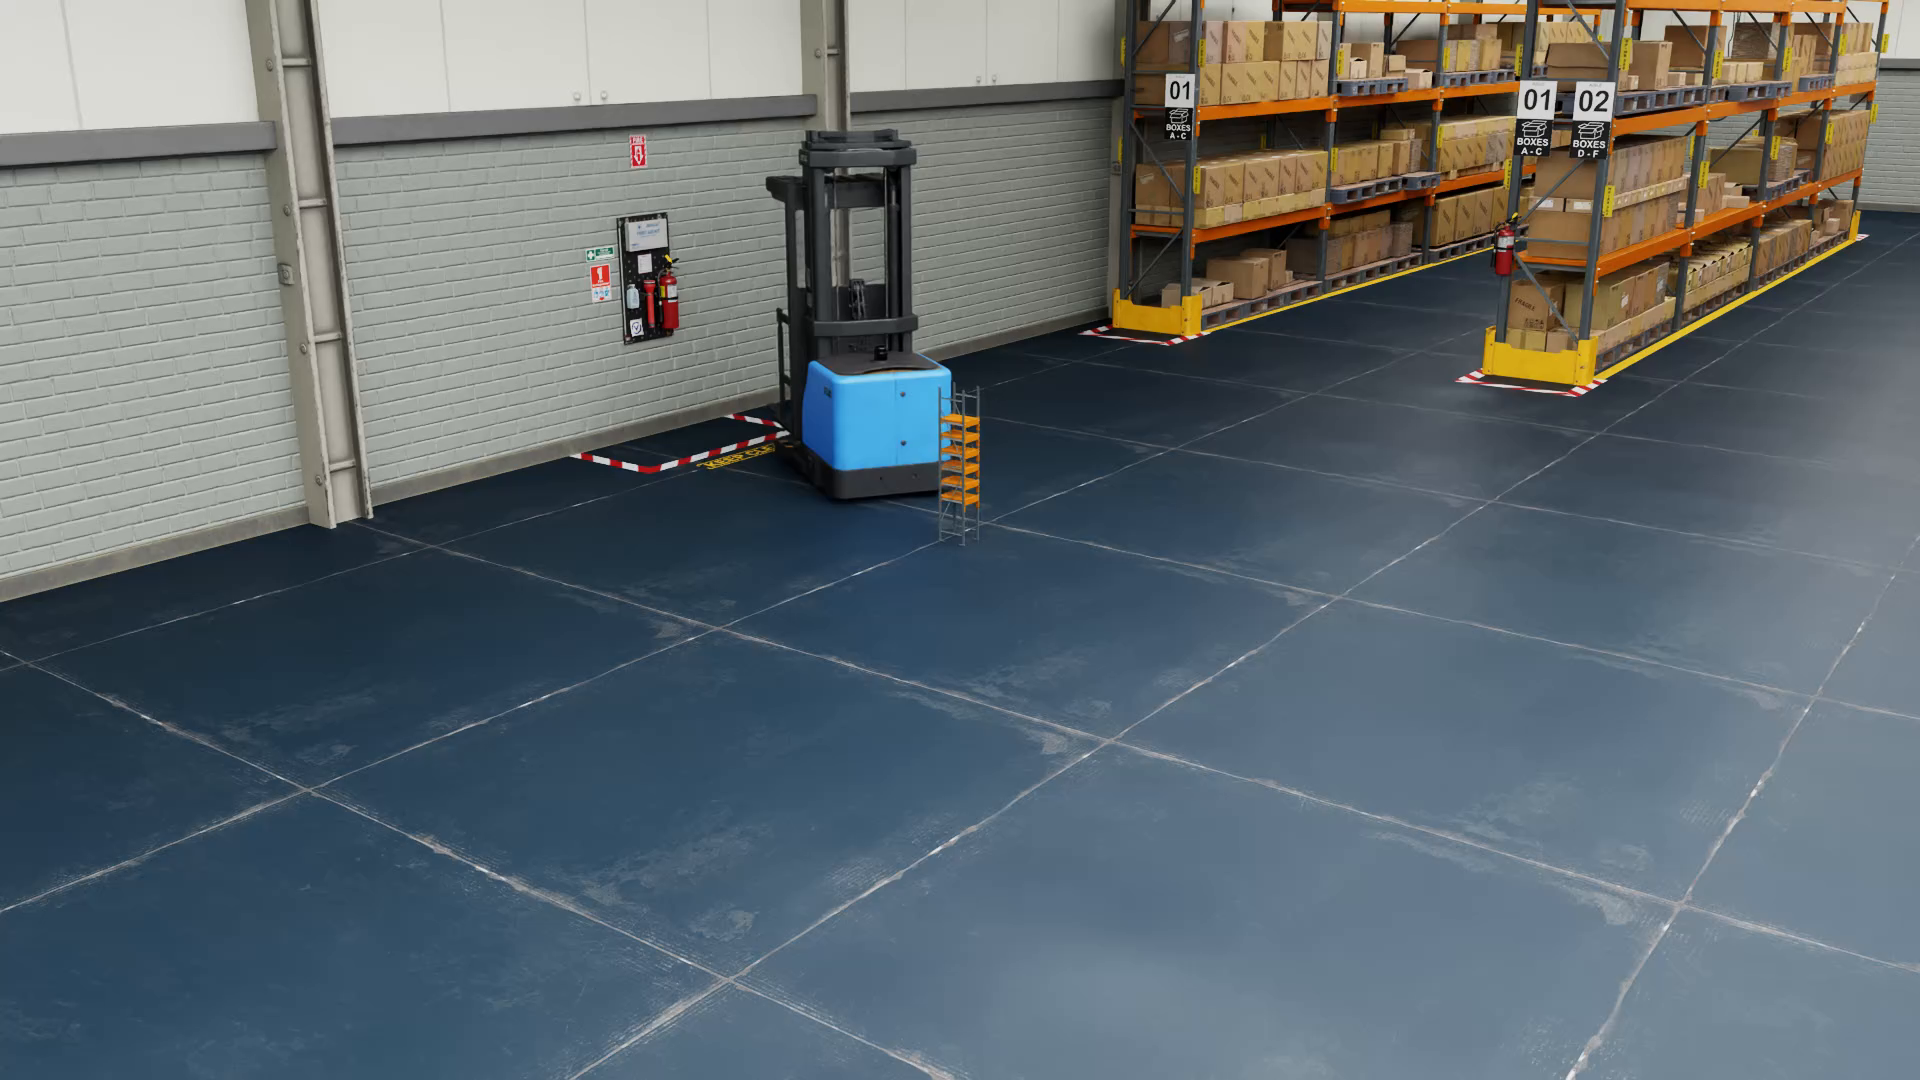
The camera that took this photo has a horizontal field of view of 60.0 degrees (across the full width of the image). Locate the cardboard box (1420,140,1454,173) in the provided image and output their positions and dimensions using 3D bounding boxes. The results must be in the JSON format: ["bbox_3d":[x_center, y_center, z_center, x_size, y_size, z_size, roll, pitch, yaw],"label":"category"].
[{"bbox_3d":[7.751,-6.309,27.298,0.500,0.500,0.500,13,22,36],"label":"cardboard box"}]

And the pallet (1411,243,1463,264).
[{"bbox_3d":[7.786,-4.882,28.109,1.003,0.211,1.213,12,21,35],"label":"pallet"}]

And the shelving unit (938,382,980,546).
[{"bbox_3d":[-0.009,-0.570,12.555,0.258,1.200,0.189,12,21,35],"label":"shelving unit"}]

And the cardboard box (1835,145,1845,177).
[{"bbox_3d":[14.744,-6.480,28.383,0.500,0.500,0.500,12,21,34],"label":"cardboard box"}]

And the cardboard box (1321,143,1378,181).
[{"bbox_3d":[5.909,-5.754,25.304,0.700,0.500,0.500,16,24,42],"label":"cardboard box"}]

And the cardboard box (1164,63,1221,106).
[{"bbox_3d":[2.889,-5.659,20.649,0.500,0.500,0.500,13,22,36],"label":"cardboard box"}]

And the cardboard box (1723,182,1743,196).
[{"bbox_3d":[10.984,-5.043,24.077,0.500,0.311,0.500,14,22,38],"label":"cardboard box"}]

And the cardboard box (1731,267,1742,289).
[{"bbox_3d":[10.814,-3.760,23.723,0.500,0.250,0.500,12,21,34],"label":"cardboard box"}]

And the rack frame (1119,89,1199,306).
[{"bbox_3d":[2.489,-4.134,20.998,1.000,3.000,0.127,12,21,35],"label":"rack frame"}]

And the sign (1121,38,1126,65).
[{"bbox_3d":[2.055,-6.092,20.753,0.100,0.325,0.005,12,21,35],"label":"sign"}]

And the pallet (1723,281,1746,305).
[{"bbox_3d":[10.714,-3.644,24.122,1.003,0.211,1.213,12,21,35],"label":"pallet"}]

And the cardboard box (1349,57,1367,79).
[{"bbox_3d":[5.629,-6.940,24.418,0.500,0.311,0.500,13,22,36],"label":"cardboard box"}]

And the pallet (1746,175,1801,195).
[{"bbox_3d":[12.391,-5.537,25.840,1.003,0.211,1.213,12,21,35],"label":"pallet"}]

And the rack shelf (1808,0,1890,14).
[{"bbox_3d":[14.811,-9.114,28.137,1.077,0.370,4.000,12,21,35],"label":"rack shelf"}]

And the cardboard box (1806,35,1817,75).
[{"bbox_3d":[13.260,-7.739,26.504,0.600,0.600,0.600,10,20,30],"label":"cardboard box"}]

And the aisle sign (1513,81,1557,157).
[{"bbox_3d":[6.194,-4.537,17.913,0.394,0.787,0.004,12,21,35],"label":"aisle sign"}]

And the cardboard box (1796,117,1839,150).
[{"bbox_3d":[14.126,-6.705,27.424,0.500,0.500,0.500,13,22,36],"label":"cardboard box"}]

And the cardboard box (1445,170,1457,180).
[{"bbox_3d":[8.021,-6.073,27.632,0.380,0.149,0.250,13,22,36],"label":"cardboard box"}]

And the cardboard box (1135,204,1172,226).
[{"bbox_3d":[2.612,-4.217,21.486,0.500,0.250,0.500,13,21,35],"label":"cardboard box"}]

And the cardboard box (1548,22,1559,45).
[{"bbox_3d":[10.590,-9.203,30.375,0.500,0.500,0.500,12,21,34],"label":"cardboard box"}]

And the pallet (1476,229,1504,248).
[{"bbox_3d":[9.240,-5.463,29.980,1.003,0.211,1.213,12,21,35],"label":"pallet"}]

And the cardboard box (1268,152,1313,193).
[{"bbox_3d":[4.546,-5.095,23.049,0.500,0.500,0.500,12,21,34],"label":"cardboard box"}]

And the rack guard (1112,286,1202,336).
[{"bbox_3d":[2.534,-2.958,21.427,1.175,0.500,0.348,12,21,35],"label":"rack guard"}]

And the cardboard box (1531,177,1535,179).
[{"bbox_3d":[11.599,-7.142,33.097,0.380,0.149,0.250,13,21,35],"label":"cardboard box"}]

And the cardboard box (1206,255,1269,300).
[{"bbox_3d":[3.790,-3.601,22.754,0.700,0.500,0.500,11,20,31],"label":"cardboard box"}]

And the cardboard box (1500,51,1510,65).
[{"bbox_3d":[9.858,-8.806,30.360,0.500,0.250,0.500,13,21,35],"label":"cardboard box"}]

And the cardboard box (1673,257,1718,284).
[{"bbox_3d":[9.909,-3.664,22.466,0.500,0.311,0.500,12,21,33],"label":"cardboard box"}]

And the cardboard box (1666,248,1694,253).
[{"bbox_3d":[10.076,-3.999,23.548,0.500,0.311,0.500,12,21,33],"label":"cardboard box"}]

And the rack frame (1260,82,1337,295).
[{"bbox_3d":[4.872,-5.087,24.066,1.000,3.000,0.127,12,21,35],"label":"rack frame"}]

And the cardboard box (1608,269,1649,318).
[{"bbox_3d":[7.864,-2.950,19.850,0.500,0.500,0.500,12,21,35],"label":"cardboard box"}]

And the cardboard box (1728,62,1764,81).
[{"bbox_3d":[11.011,-6.608,23.453,0.500,0.250,0.500,11,20,31],"label":"cardboard box"}]

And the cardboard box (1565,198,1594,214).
[{"bbox_3d":[6.876,-3.672,18.249,0.380,0.149,0.250,12,21,34],"label":"cardboard box"}]

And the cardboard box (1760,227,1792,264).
[{"bbox_3d":[12.654,-4.609,25.999,0.500,0.500,0.500,12,21,33],"label":"cardboard box"}]

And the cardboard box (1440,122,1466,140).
[{"bbox_3d":[8.053,-6.787,27.574,0.500,0.250,0.500,12,21,34],"label":"cardboard box"}]

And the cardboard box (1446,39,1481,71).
[{"bbox_3d":[8.397,-8.240,28.253,0.700,0.500,0.500,12,21,35],"label":"cardboard box"}]

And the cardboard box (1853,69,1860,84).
[{"bbox_3d":[15.003,-7.907,28.344,0.500,0.250,0.500,12,21,35],"label":"cardboard box"}]

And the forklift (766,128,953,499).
[{"bbox_3d":[-1.045,-2.132,14.667,1.130,2.935,3.031,-6,18,-20],"label":"forklift"}]

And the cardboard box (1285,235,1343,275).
[{"bbox_3d":[5.297,-4.281,24.945,0.700,0.500,0.500,13,22,37],"label":"cardboard box"}]

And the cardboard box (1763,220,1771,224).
[{"bbox_3d":[12.827,-4.933,27.043,0.500,0.500,0.500,13,21,35],"label":"cardboard box"}]

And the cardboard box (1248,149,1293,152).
[{"bbox_3d":[4.424,-5.308,23.732,0.500,0.500,0.500,12,21,33],"label":"cardboard box"}]

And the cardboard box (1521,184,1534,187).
[{"bbox_3d":[10.828,-6.642,31.488,0.380,0.149,0.250,12,21,33],"label":"cardboard box"}]

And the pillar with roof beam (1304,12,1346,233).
[{"bbox_3d":[9.244,-7.987,23.289,9.100,9.000,0.400,12,21,35],"label":"pillar with roof beam"}]

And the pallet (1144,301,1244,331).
[{"bbox_3d":[3.047,-3.007,22.072,1.003,0.211,1.213,12,21,35],"label":"pallet"}]

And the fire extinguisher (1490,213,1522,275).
[{"bbox_3d":[6.026,-3.276,18.367,0.296,0.674,0.183,12,21,35],"label":"fire extinguisher"}]

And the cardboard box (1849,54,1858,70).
[{"bbox_3d":[14.713,-8.025,27.882,0.500,0.250,0.500,12,21,35],"label":"cardboard box"}]

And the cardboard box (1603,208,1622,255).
[{"bbox_3d":[7.067,-3.542,18.923,0.700,0.500,0.500,13,22,36],"label":"cardboard box"}]

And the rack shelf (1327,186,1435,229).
[{"bbox_3d":[6.064,-5.219,25.706,1.077,0.370,4.000,12,21,35],"label":"rack shelf"}]

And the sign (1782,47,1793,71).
[{"bbox_3d":[11.677,-6.782,23.462,0.100,0.325,0.005,12,21,35],"label":"sign"}]

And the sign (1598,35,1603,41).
[{"bbox_3d":[12.450,-9.663,32.385,0.100,0.325,0.005,12,21,35],"label":"sign"}]

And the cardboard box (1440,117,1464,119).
[{"bbox_3d":[8.555,-7.240,29.031,0.500,0.250,0.500,12,21,33],"label":"cardboard box"}]

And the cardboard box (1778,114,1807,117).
[{"bbox_3d":[14.016,-6.931,28.152,0.500,0.500,0.500,12,21,34],"label":"cardboard box"}]

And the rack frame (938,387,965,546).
[{"bbox_3d":[-0.063,-0.548,12.485,0.240,1.200,0.006,12,21,35],"label":"rack frame"}]

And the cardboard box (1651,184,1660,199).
[{"bbox_3d":[8.105,-4.165,19.835,0.380,0.149,0.250,13,22,36],"label":"cardboard box"}]

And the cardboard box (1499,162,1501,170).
[{"bbox_3d":[9.343,-6.633,29.435,0.380,0.149,0.250,13,22,36],"label":"cardboard box"}]

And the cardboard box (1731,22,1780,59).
[{"bbox_3d":[11.501,-7.225,24.041,0.500,0.500,0.500,12,21,35],"label":"cardboard box"}]

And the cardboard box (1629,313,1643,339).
[{"bbox_3d":[7.863,-2.592,19.961,0.500,0.250,0.500,12,21,35],"label":"cardboard box"}]

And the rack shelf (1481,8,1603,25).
[{"bbox_3d":[10.831,-9.799,31.012,1.077,0.370,4.000,12,21,35],"label":"rack shelf"}]
